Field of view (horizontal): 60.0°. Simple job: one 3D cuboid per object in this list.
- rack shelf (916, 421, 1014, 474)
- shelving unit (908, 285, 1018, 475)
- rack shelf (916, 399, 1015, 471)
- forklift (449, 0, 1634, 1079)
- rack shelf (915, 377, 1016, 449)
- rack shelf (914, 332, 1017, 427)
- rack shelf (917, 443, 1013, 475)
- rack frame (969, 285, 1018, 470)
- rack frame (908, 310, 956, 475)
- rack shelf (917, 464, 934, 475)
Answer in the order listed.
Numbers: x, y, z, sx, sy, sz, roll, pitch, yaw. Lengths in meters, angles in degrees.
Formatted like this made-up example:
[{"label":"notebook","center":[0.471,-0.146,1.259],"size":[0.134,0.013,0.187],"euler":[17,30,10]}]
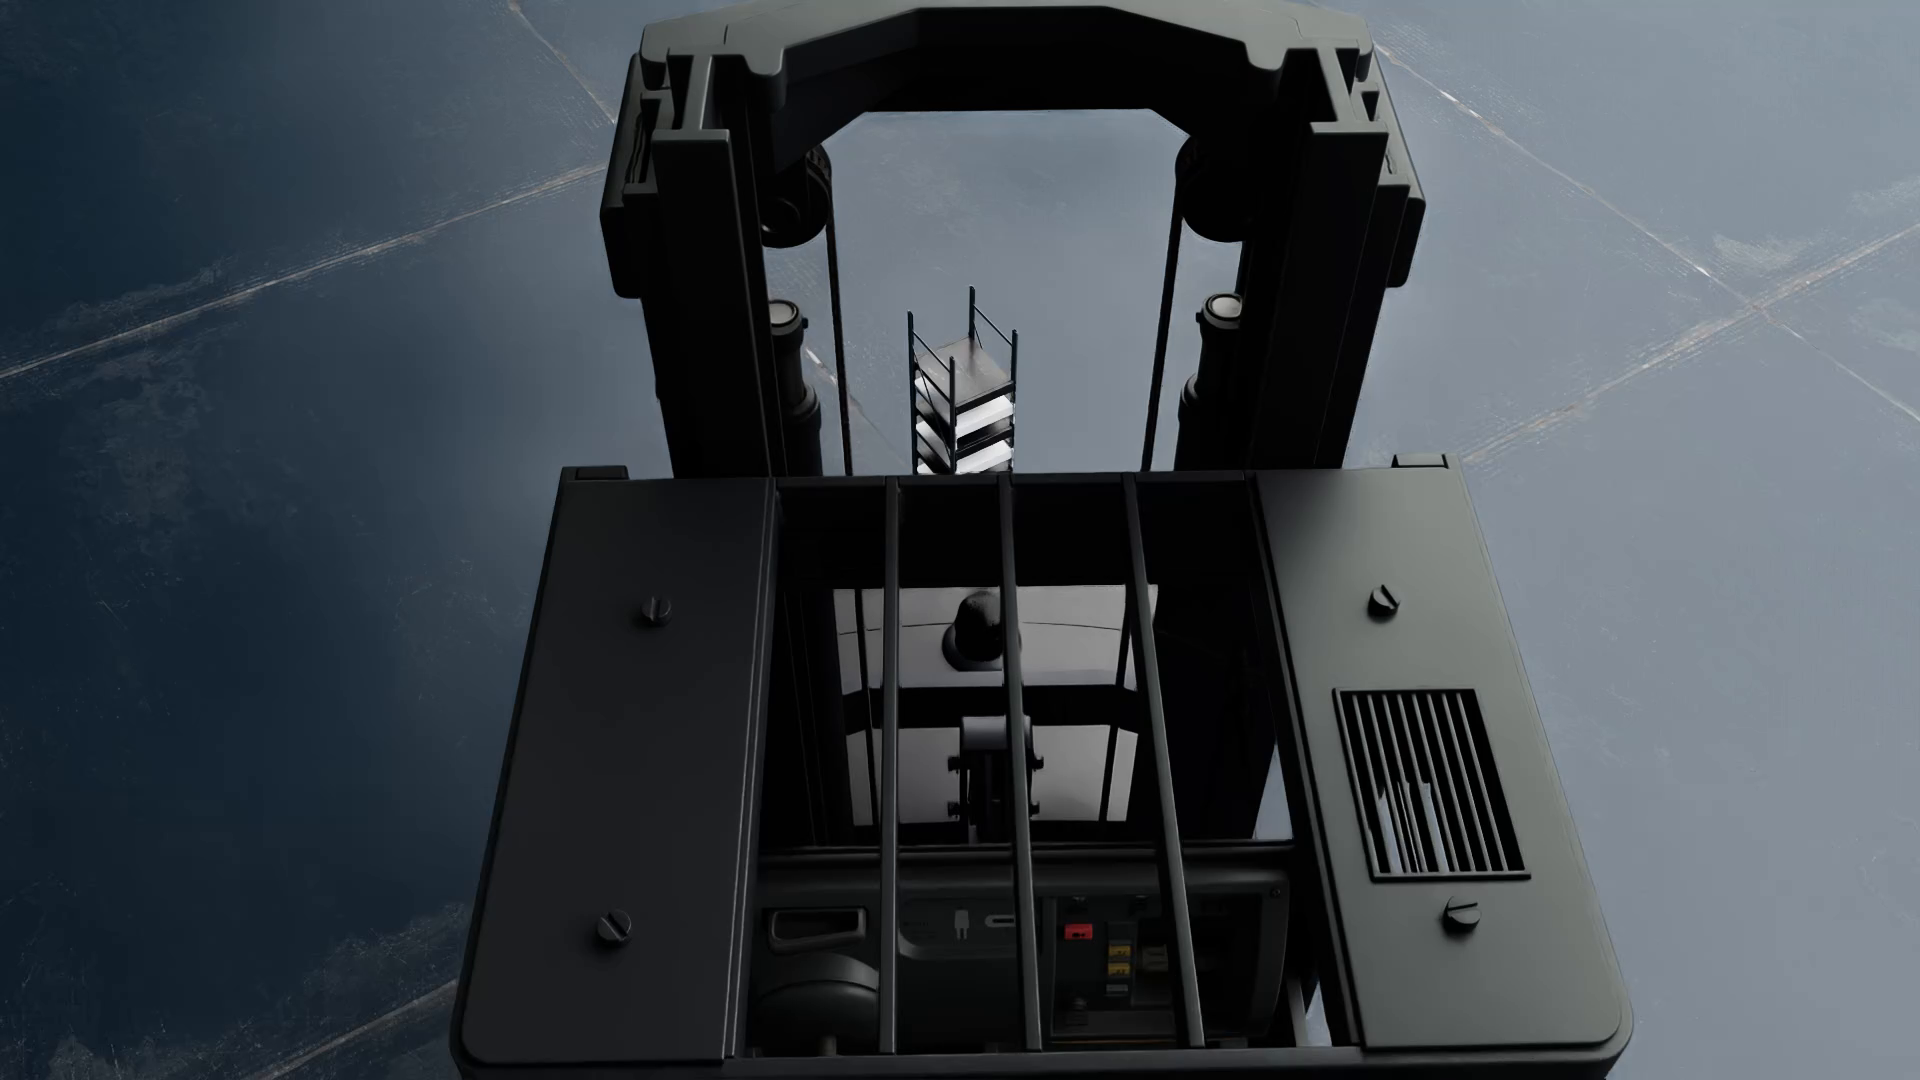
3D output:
[{"label":"rack shelf","center":[0.007,-0.280,4.942],"size":[0.200,0.077,0.258],"euler":[-25,53,-21]},{"label":"shelving unit","center":[0.007,-0.302,4.917],"size":[0.210,0.900,0.258],"euler":[-25,53,-21]},{"label":"rack shelf","center":[0.007,-0.340,4.874],"size":[0.200,0.077,0.258],"euler":[-25,53,-21]},{"label":"forklift","center":[0.069,0.815,2.562],"size":[1.130,2.935,3.031],"euler":[-1,48,-1]},{"label":"rack shelf","center":[0.007,-0.400,4.807],"size":[0.200,0.077,0.258],"euler":[-25,53,-21]},{"label":"rack shelf","center":[0.007,-0.460,4.740],"size":[0.200,0.077,0.258],"euler":[-25,53,-21]},{"label":"rack shelf","center":[0.007,-0.220,5.009],"size":[0.200,0.077,0.258],"euler":[-25,53,-21]},{"label":"rack frame","center":[0.093,-0.343,4.953],"size":[0.006,0.900,0.240],"euler":[-25,53,-21]},{"label":"rack frame","center":[-0.079,-0.262,4.881],"size":[0.006,0.900,0.240],"euler":[-25,53,-21]},{"label":"rack shelf","center":[0.007,-0.161,5.076],"size":[0.200,0.077,0.258],"euler":[-25,53,-21]}]
